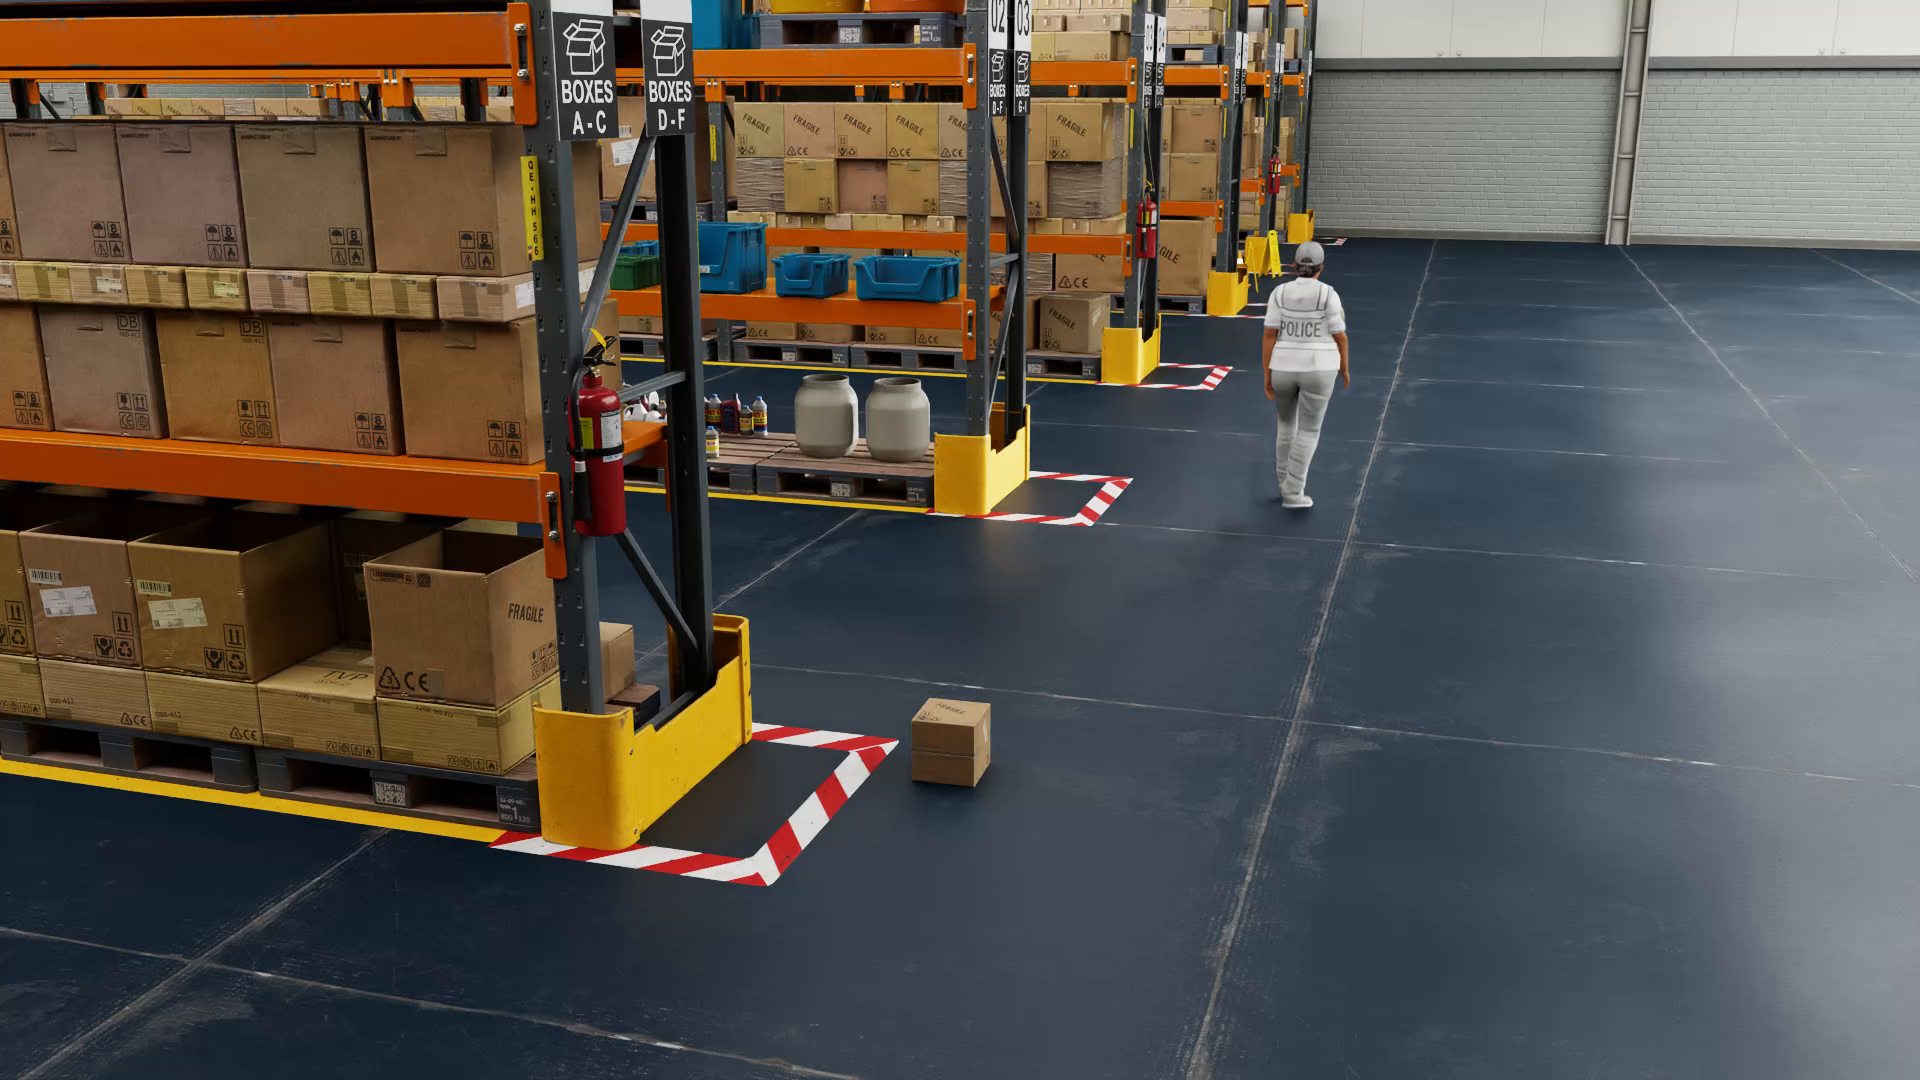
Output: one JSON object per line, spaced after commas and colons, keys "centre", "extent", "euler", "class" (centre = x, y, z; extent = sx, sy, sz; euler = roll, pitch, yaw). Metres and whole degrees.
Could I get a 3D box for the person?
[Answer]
{"centre": [2.172, -1.010, 10.412], "extent": [0.496, 1.713, 0.708], "euler": [8, 17, 28], "class": "person"}
